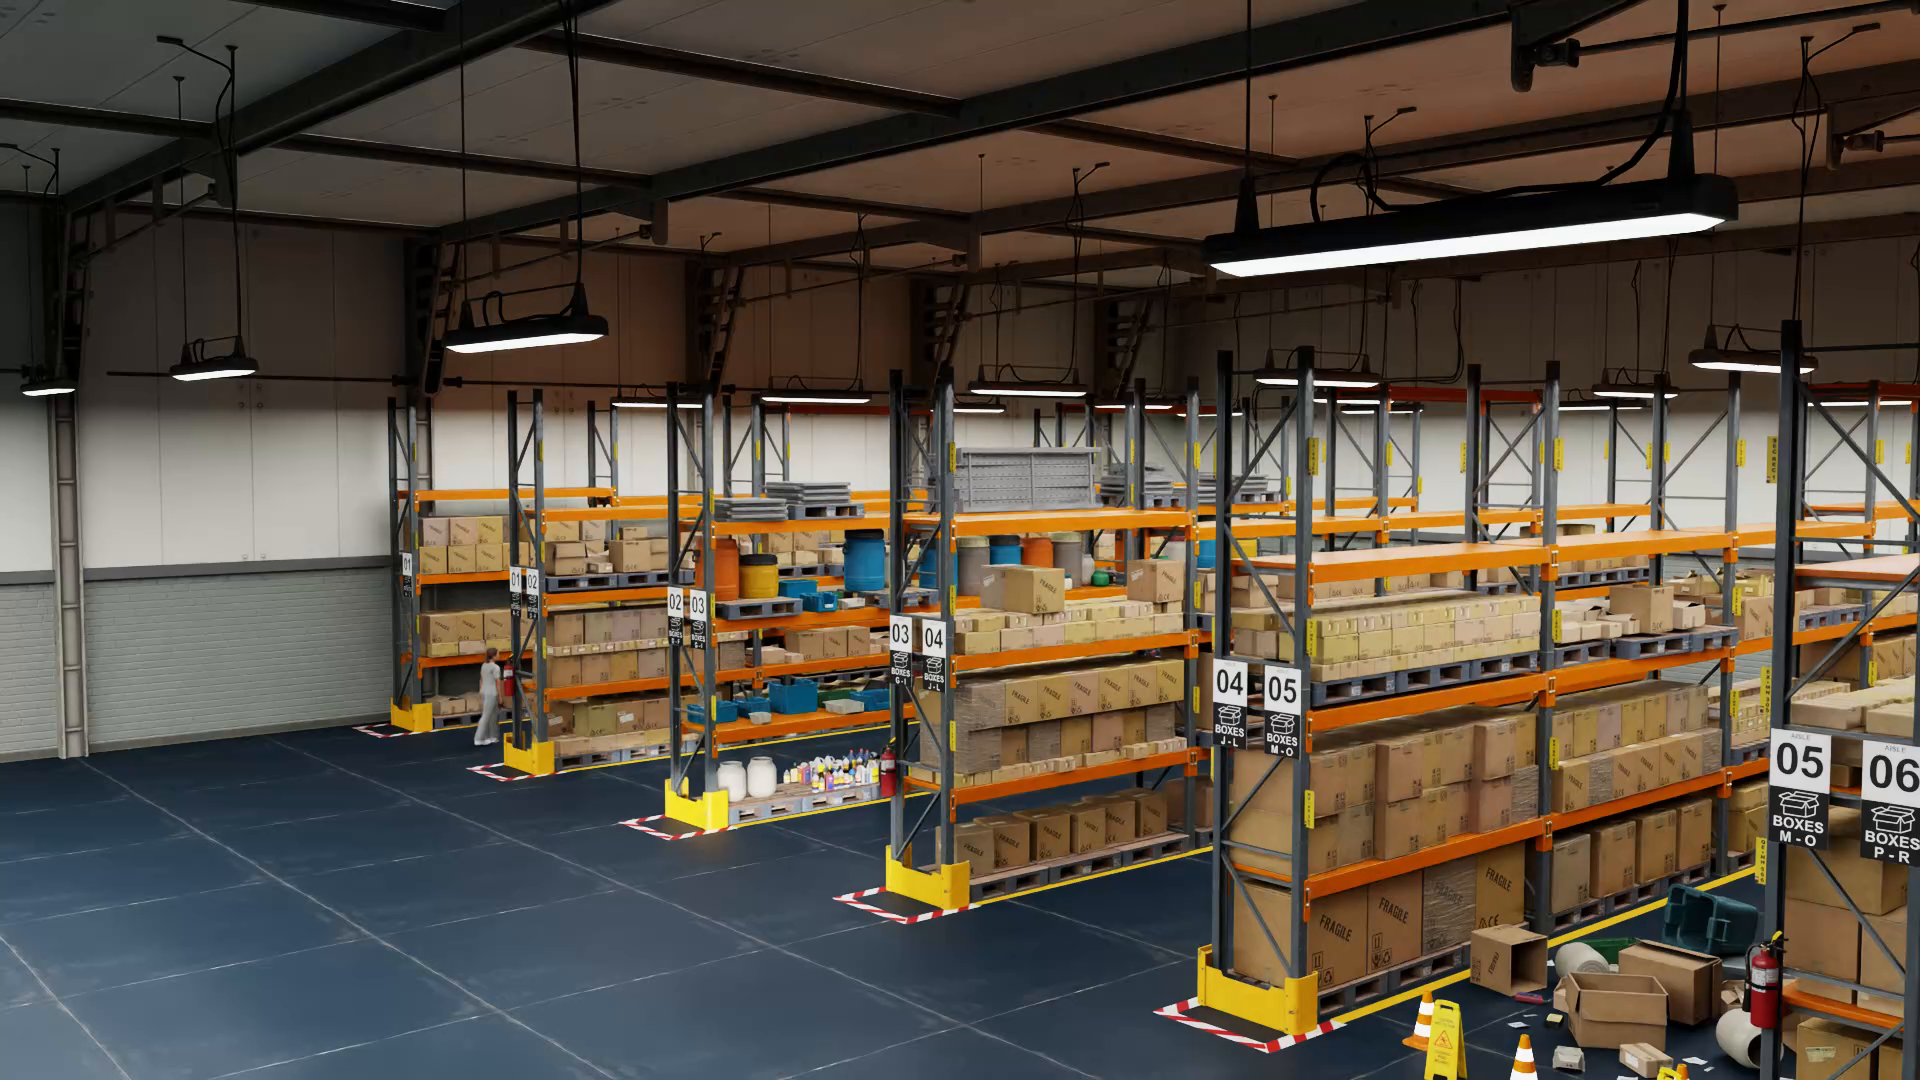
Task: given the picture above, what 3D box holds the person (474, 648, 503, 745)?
[{"bbox_3d":[-8.046,2.698,28.450,0.475,1.715,0.595,3,5,44],"label":"person"}]
